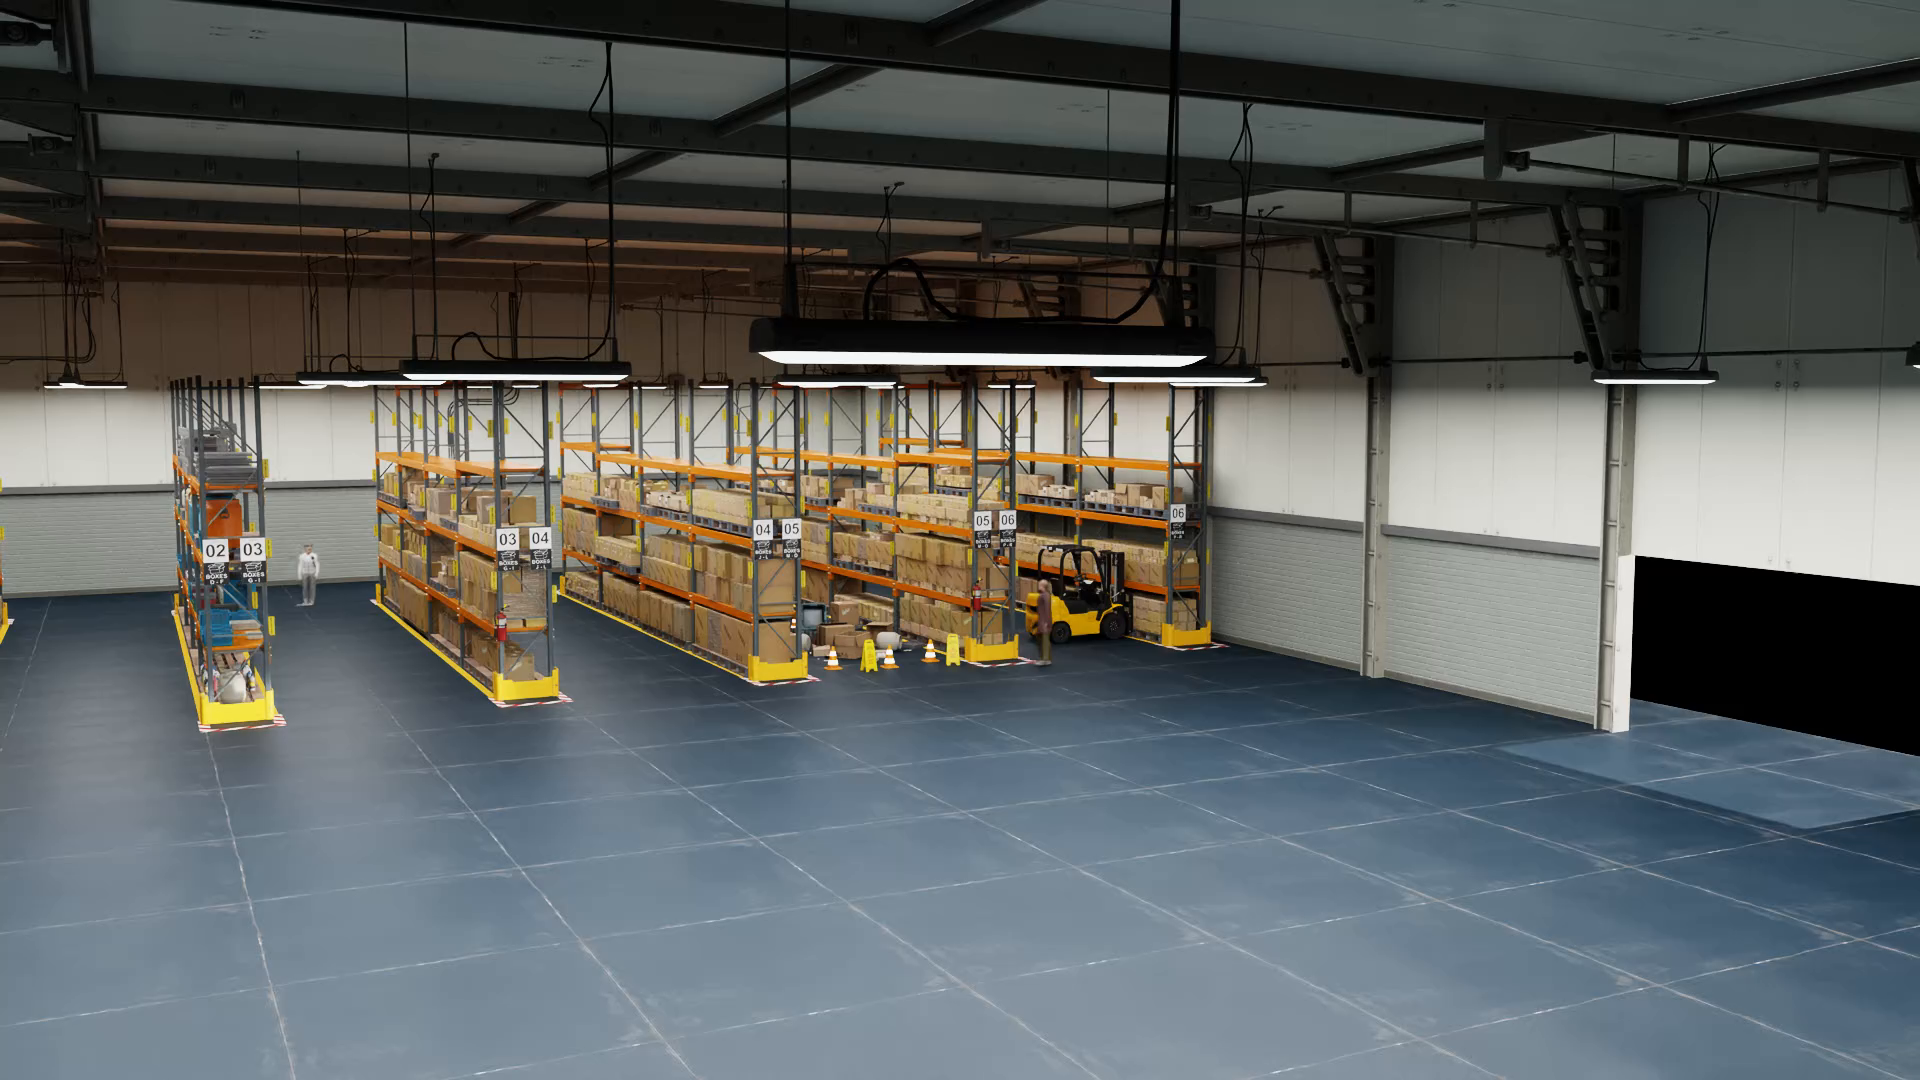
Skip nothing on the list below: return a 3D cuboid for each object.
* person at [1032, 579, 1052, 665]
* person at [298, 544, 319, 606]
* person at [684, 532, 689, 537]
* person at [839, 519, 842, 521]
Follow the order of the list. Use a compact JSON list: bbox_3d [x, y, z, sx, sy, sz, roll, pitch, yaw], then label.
[{"bbox_3d":[1.719,1.737,34.929,0.378,1.839,0.628,-1,5,-9],"label":"person"},{"bbox_3d":[-17.464,0.936,44.563,0.529,1.672,0.398,-2,6,-23],"label":"person"},{"bbox_3d":[-7.904,0.589,48.426,0.378,1.679,0.383,1,5,13],"label":"person"},{"bbox_3d":[-3.829,0.149,53.449,0.514,1.632,0.861,-1,5,-11],"label":"person"}]
